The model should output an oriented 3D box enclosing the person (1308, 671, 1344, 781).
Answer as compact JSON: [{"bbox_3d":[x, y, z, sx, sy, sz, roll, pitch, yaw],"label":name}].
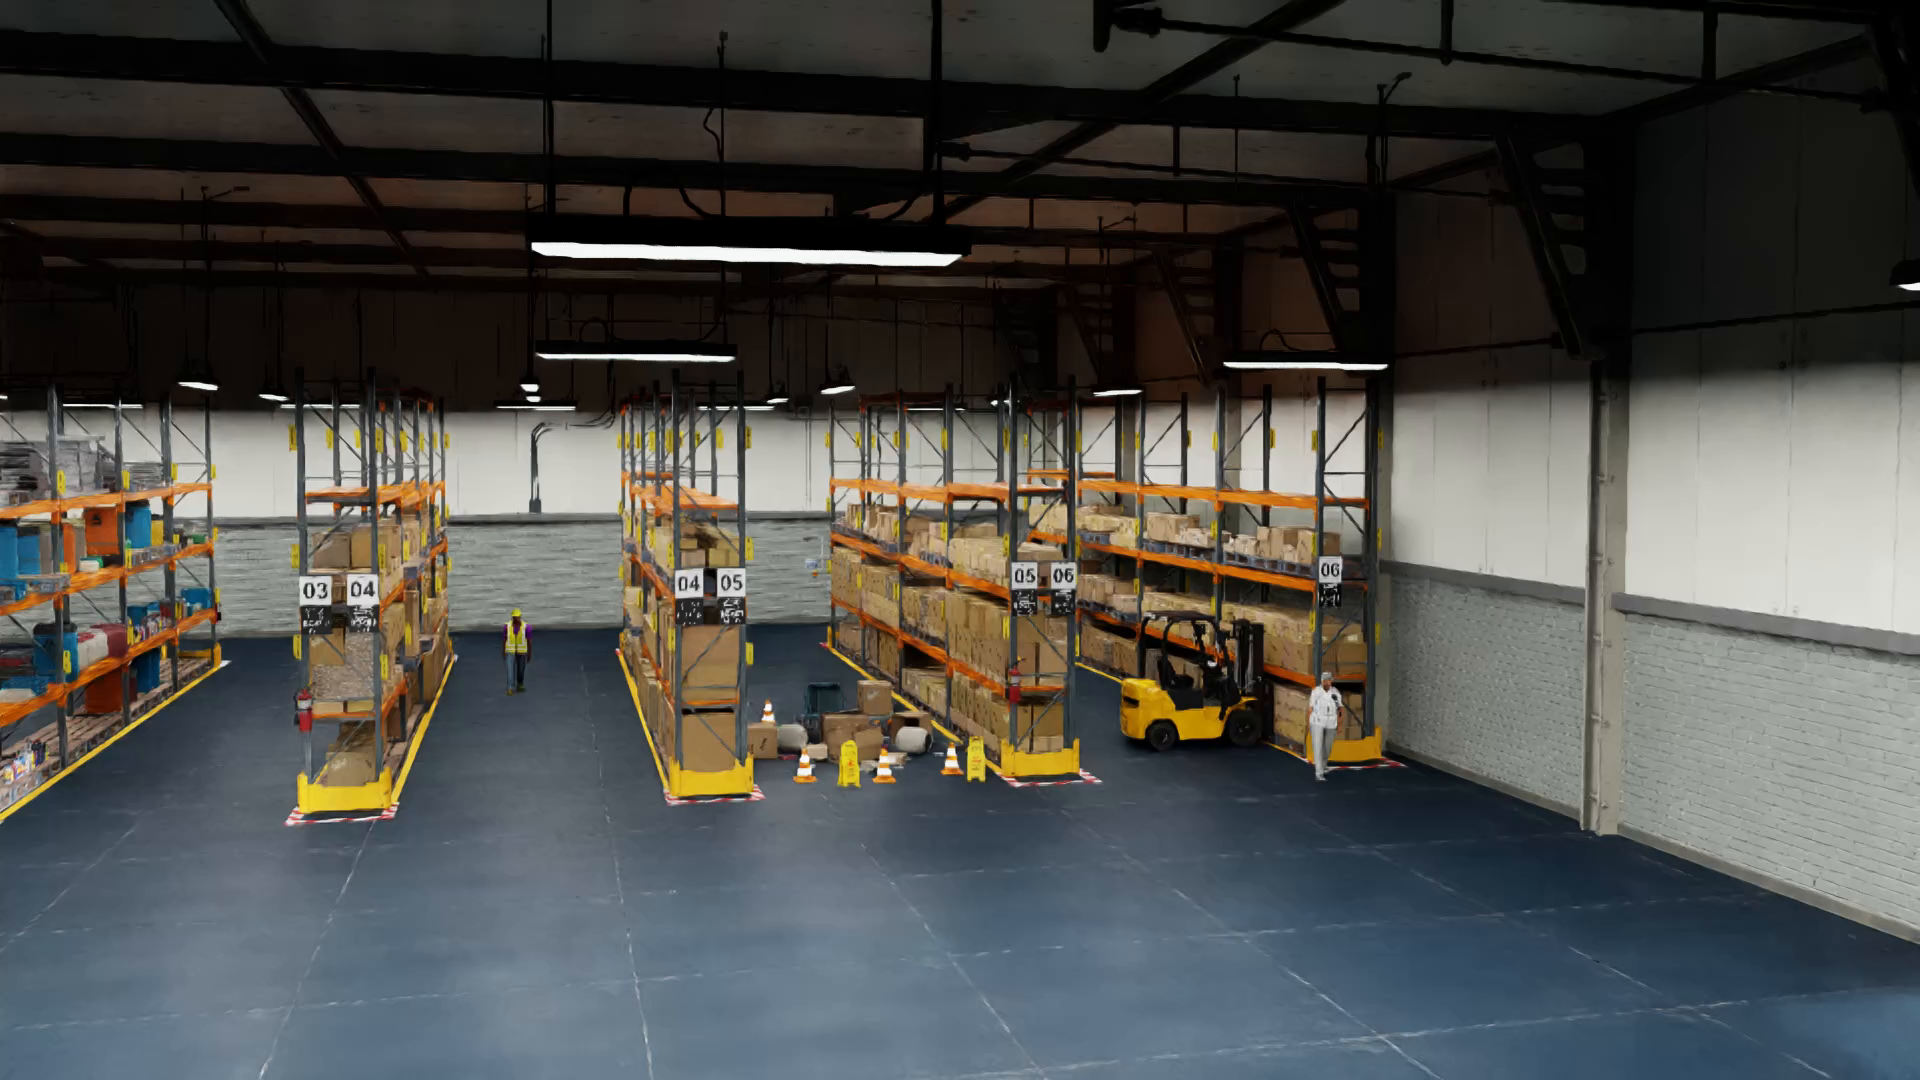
[{"bbox_3d":[5.403,2.724,24.558,0.478,1.596,1.004,0,3,-4],"label":"person"}]

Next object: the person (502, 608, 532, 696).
[{"bbox_3d":[-8.731,2.185,32.802,0.577,1.687,1.115,-1,4,-16],"label":"person"}]
